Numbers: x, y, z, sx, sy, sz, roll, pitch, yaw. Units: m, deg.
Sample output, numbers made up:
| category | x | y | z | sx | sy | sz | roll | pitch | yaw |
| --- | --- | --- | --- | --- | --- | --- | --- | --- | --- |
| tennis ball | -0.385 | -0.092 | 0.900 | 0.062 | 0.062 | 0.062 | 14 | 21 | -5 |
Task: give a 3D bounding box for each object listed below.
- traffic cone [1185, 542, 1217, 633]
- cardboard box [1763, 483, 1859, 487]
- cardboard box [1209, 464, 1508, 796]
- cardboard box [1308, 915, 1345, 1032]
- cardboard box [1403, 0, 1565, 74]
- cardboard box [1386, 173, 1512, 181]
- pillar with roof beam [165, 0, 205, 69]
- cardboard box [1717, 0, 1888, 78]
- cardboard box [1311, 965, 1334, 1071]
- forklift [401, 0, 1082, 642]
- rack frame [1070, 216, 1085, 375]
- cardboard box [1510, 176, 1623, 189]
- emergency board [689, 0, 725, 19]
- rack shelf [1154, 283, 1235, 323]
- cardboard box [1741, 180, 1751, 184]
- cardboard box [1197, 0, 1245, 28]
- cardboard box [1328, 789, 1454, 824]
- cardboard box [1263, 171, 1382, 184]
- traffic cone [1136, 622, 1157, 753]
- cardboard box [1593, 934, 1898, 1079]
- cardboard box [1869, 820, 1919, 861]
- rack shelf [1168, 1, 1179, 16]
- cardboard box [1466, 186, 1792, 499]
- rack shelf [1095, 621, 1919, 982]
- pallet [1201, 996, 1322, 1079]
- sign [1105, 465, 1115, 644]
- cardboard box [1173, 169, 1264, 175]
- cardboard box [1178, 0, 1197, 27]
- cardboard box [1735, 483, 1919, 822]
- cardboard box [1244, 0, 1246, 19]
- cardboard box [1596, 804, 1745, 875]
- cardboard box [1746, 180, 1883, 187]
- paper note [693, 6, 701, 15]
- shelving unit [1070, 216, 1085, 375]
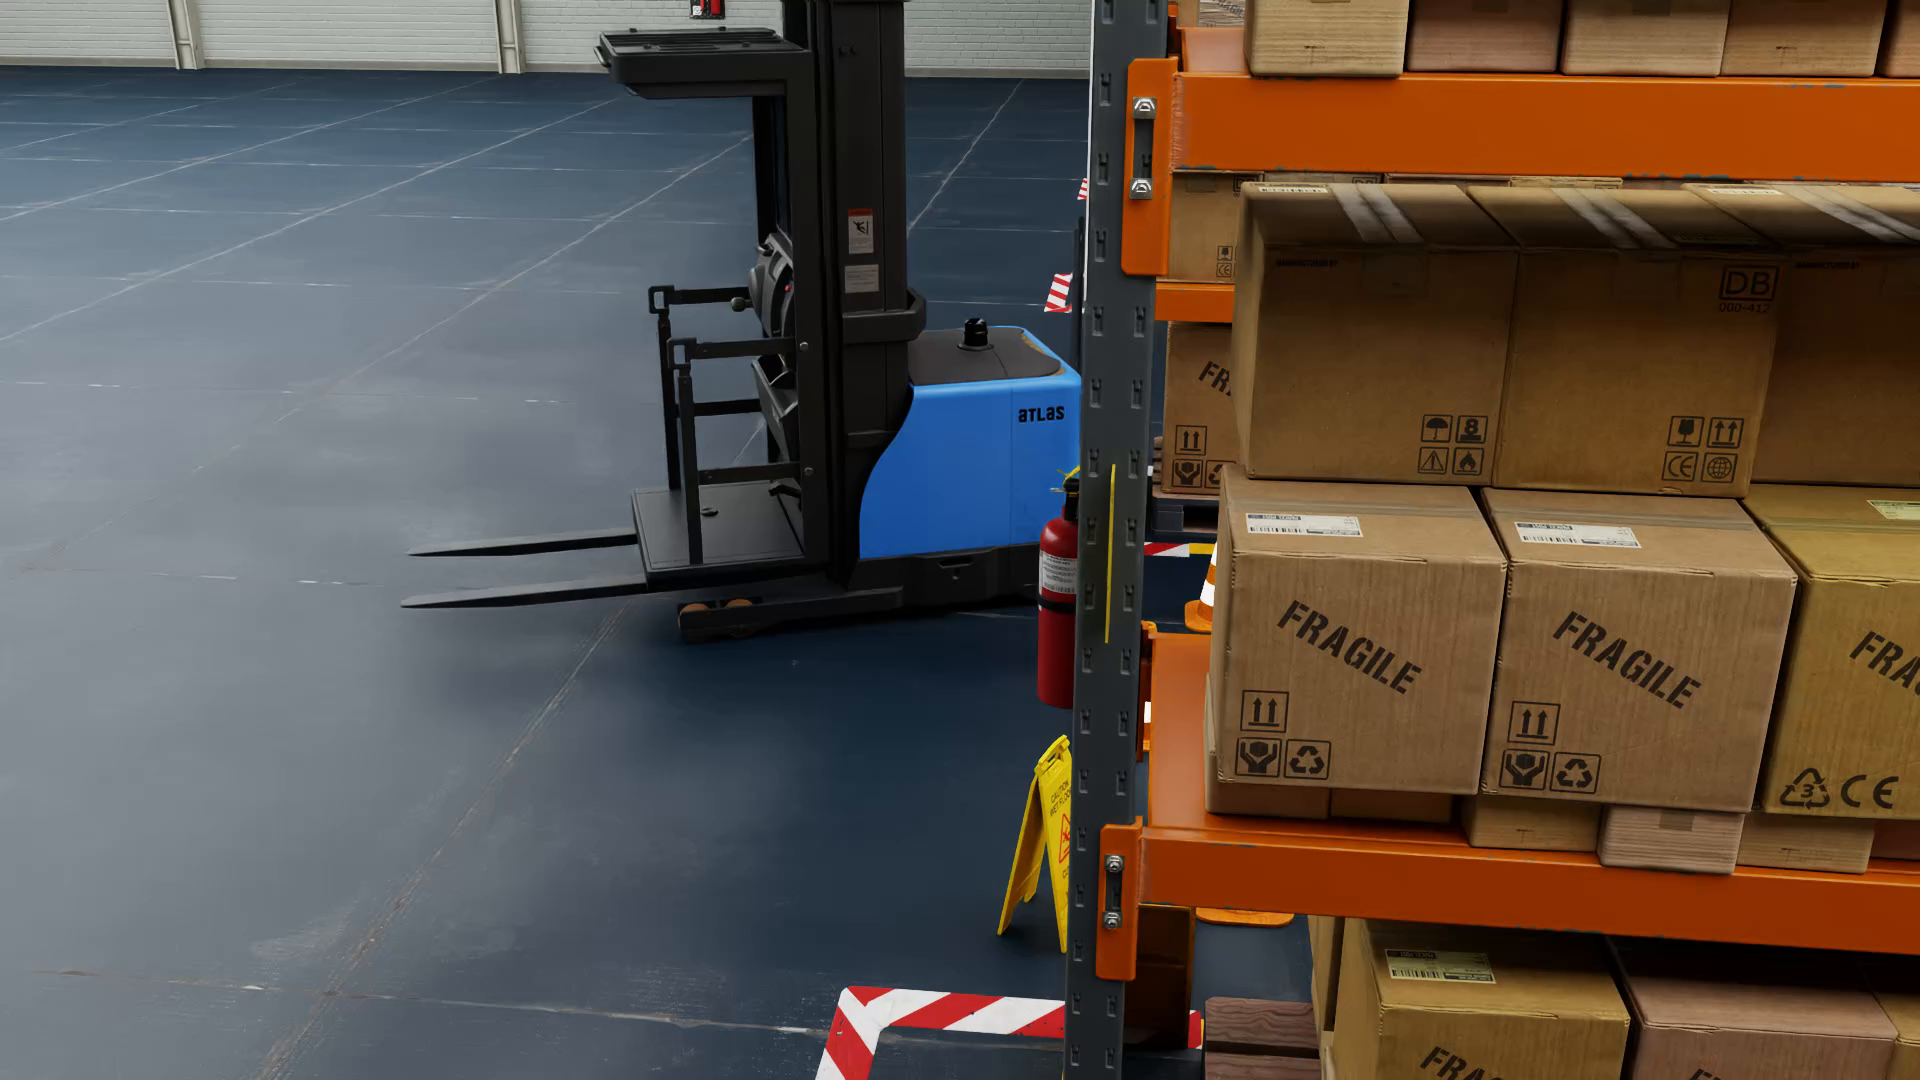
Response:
| category | x | y | z | sx | sy | sz | roll | pitch | yaw |
| --- | --- | --- | --- | --- | --- | --- | --- | --- | --- |
| traffic cone | 1.188 | 0.141 | 7.455 | 0.334 | 0.463 | 0.336 | 2 | 22 | 6 |
| cardboard box | 1.910 | 0.015 | 3.781 | 0.500 | 0.500 | 0.500 | 2 | 22 | 6 |
| cardboard box | 0.783 | 0.168 | 3.395 | 0.500 | 0.500 | 0.500 | 2 | 22 | 5 |
| cardboard box | 1.171 | 0.905 | 4.219 | 0.500 | 0.500 | 0.500 | 3 | 22 | 7 |
| cardboard box | 0.908 | -0.935 | 2.988 | 0.250 | 0.149 | 0.380 | 2 | 22 | 5 |
| cardboard box | 2.288 | -2.058 | 7.894 | 0.550 | 0.550 | 0.875 | 2 | 22 | 6 |
| pillar with roof beam | -14.324 | -11.095 | 24.264 | 0.400 | 9.000 | 9.100 | 2 | 22 | 6 |
| cardboard box | 1.415 | -0.910 | 2.923 | 0.250 | 0.149 | 0.380 | 2 | 22 | 6 |
| cardboard box | 1.203 | 1.252 | 4.361 | 0.500 | 0.250 | 0.500 | 2 | 22 | 6 |
| forklift | -1.010 | -1.129 | 7.310 | 3.031 | 2.935 | 1.130 | -5 | 22 | -13 |
| rack frame | 0.597 | -0.885 | 8.598 | 0.032 | 1.500 | 0.500 | 3 | 19 | 6 |
| cardboard box | 2.822 | -1.557 | 8.095 | 0.500 | 0.550 | 0.875 | 2 | 22 | 6 |
| emergency board | -4.351 | -9.479 | 28.335 | 0.643 | 1.169 | 0.194 | 2 | 22 | 6 |
| rack shelf | 2.813 | -1.160 | 8.271 | 4.000 | 0.370 | 1.077 | 2 | 22 | 6 |
| cardboard box | 3.883 | -1.504 | 7.961 | 0.550 | 0.550 | 0.875 | 2 | 22 | 6 |
| cardboard box | 2.025 | -3.914 | 12.359 | 0.500 | 0.500 | 0.500 | 2 | 22 | 6 |
| cardboard box | 0.911 | 0.444 | 3.579 | 0.250 | 0.149 | 0.380 | 3 | 22 | 7 |
| cardboard box | 1.750 | -1.635 | 8.292 | 0.550 | 0.550 | 0.875 | 2 | 22 | 6 |
| traffic cone | 0.717 | 0.538 | 6.449 | 0.334 | 0.463 | 0.336 | 2 | 22 | 6 |
| cardboard box | 1.657 | 1.123 | 3.667 | 0.500 | 0.500 | 0.500 | 2 | 22 | 4 |
| cardboard box | 1.941 | 0.501 | 3.434 | 0.250 | 0.149 | 0.380 | 3 | 22 | 8 |
| rack shelf | 5.246 | -8.391 | 26.564 | 4.000 | 0.370 | 1.077 | 2 | 22 | 6 |
| cardboard box | 1.380 | -0.452 | 3.602 | 0.500 | 0.500 | 0.700 | 3 | 22 | 7 |
| rack shelf | 2.331 | 0.652 | 3.689 | 4.000 | 0.370 | 1.077 | 2 | 22 | 6 |
| pallet | 1.223 | 1.579 | 4.158 | 1.213 | 0.211 | 1.003 | 2 | 22 | 6 |
| sign | 0.281 | 0.027 | 3.115 | 0.005 | 0.325 | 0.100 | 2 | 22 | 6 |
| cardboard box | 1.191 | -2.122 | 8.055 | 0.550 | 0.550 | 0.875 | 2 | 22 | 6 |
| cardboard box | 3.143 | -7.025 | 21.994 | 0.500 | 0.500 | 0.700 | 3 | 22 | 6 |
| cardboard box | 1.804 | 0.211 | 3.286 | 0.500 | 0.500 | 0.500 | 2 | 22 | 5 |
| cardboard box | 0.732 | -1.134 | 3.490 | 0.250 | 0.149 | 0.380 | 3 | 22 | 7 |
| cardboard box | 1.411 | 0.513 | 3.405 | 0.250 | 0.149 | 0.380 | 3 | 22 | 7 |
| cardboard box | 3.877 | -1.989 | 7.719 | 0.550 | 0.550 | 0.875 | 2 | 22 | 6 |
| paper note | -4.518 | -9.102 | 28.580 | 0.142 | 0.148 | 0.016 | 2 | 22 | 6 |
| shelving unit | 0.101 | -0.907 | 8.653 | 1.083 | 1.500 | 0.587 | 3 | 19 | 6 |
